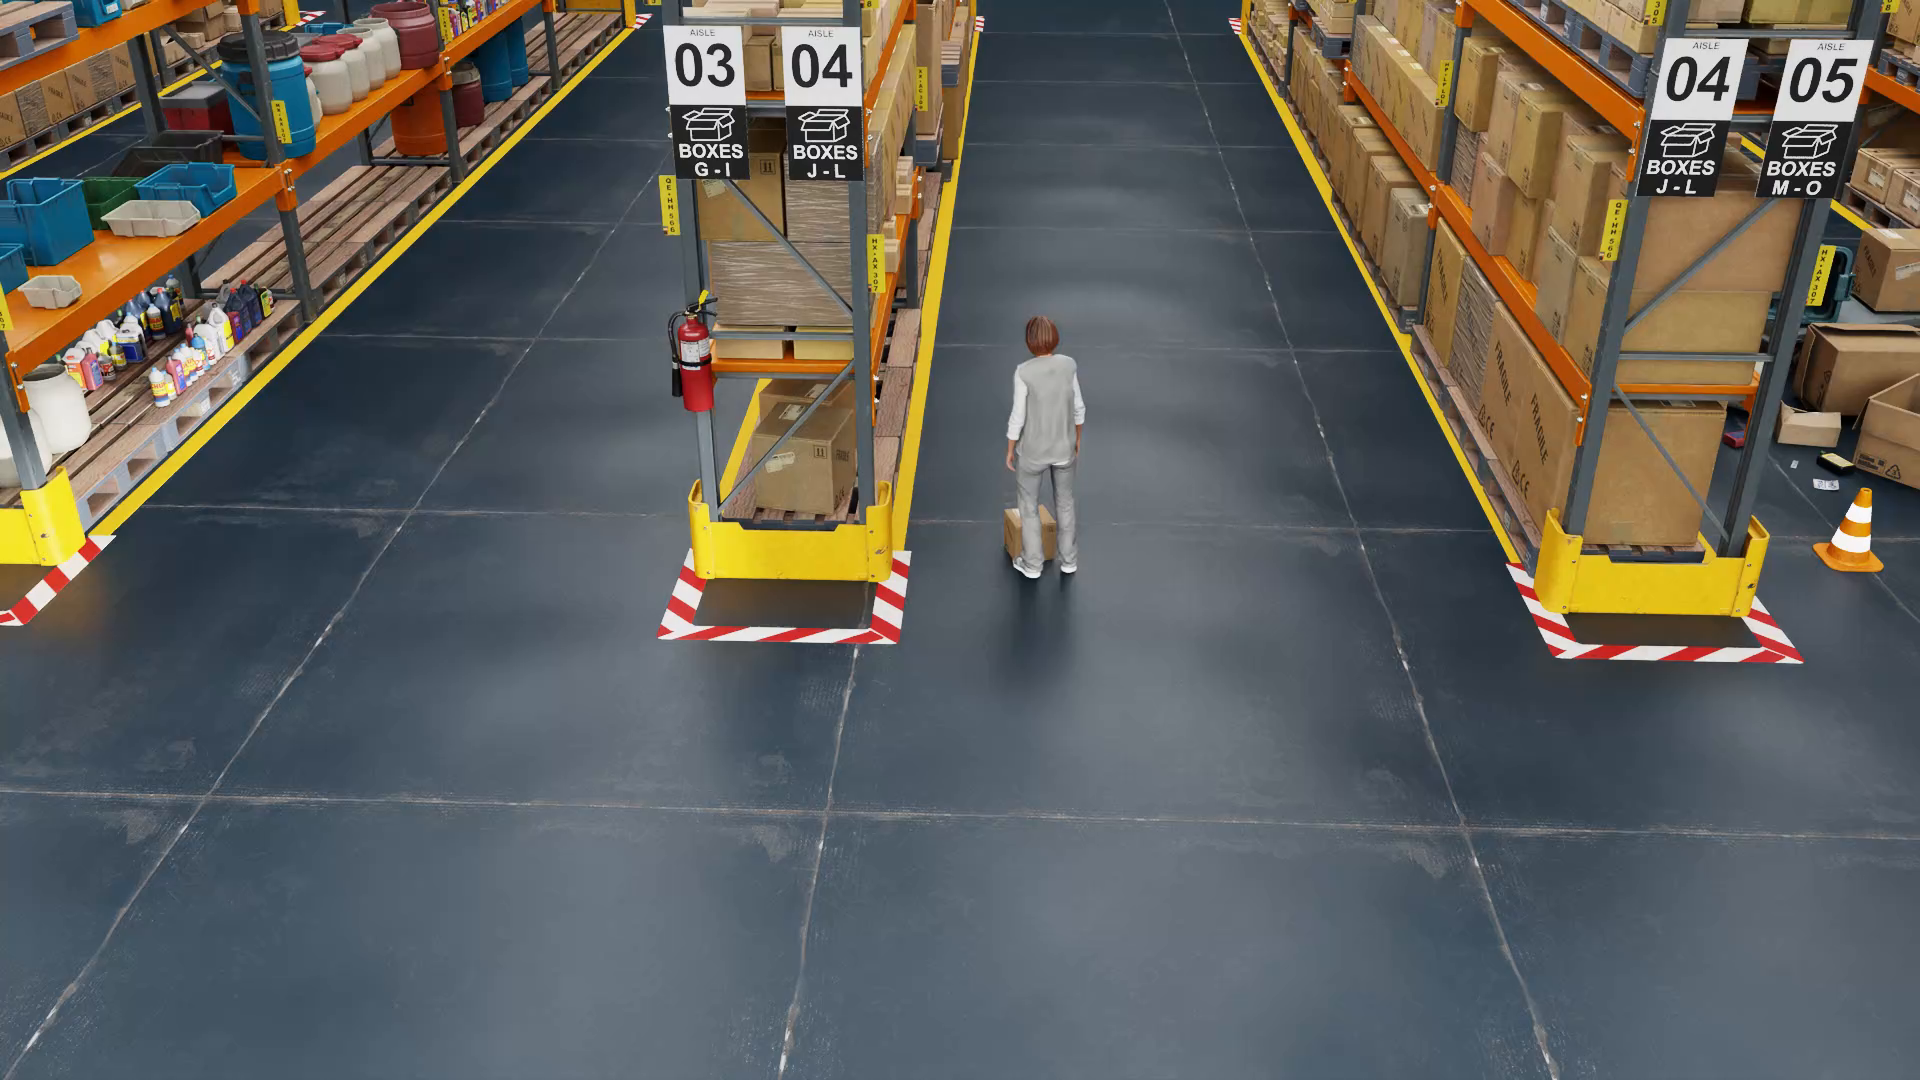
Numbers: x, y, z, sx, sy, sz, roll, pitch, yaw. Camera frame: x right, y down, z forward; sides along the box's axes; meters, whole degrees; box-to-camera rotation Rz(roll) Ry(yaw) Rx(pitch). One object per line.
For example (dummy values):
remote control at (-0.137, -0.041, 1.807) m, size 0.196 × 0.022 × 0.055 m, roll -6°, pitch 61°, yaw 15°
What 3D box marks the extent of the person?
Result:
person at (0.496, -0.518, 9.594) m, size 0.486 × 1.592 × 0.345 m, roll -8°, pitch 30°, yaw -15°
